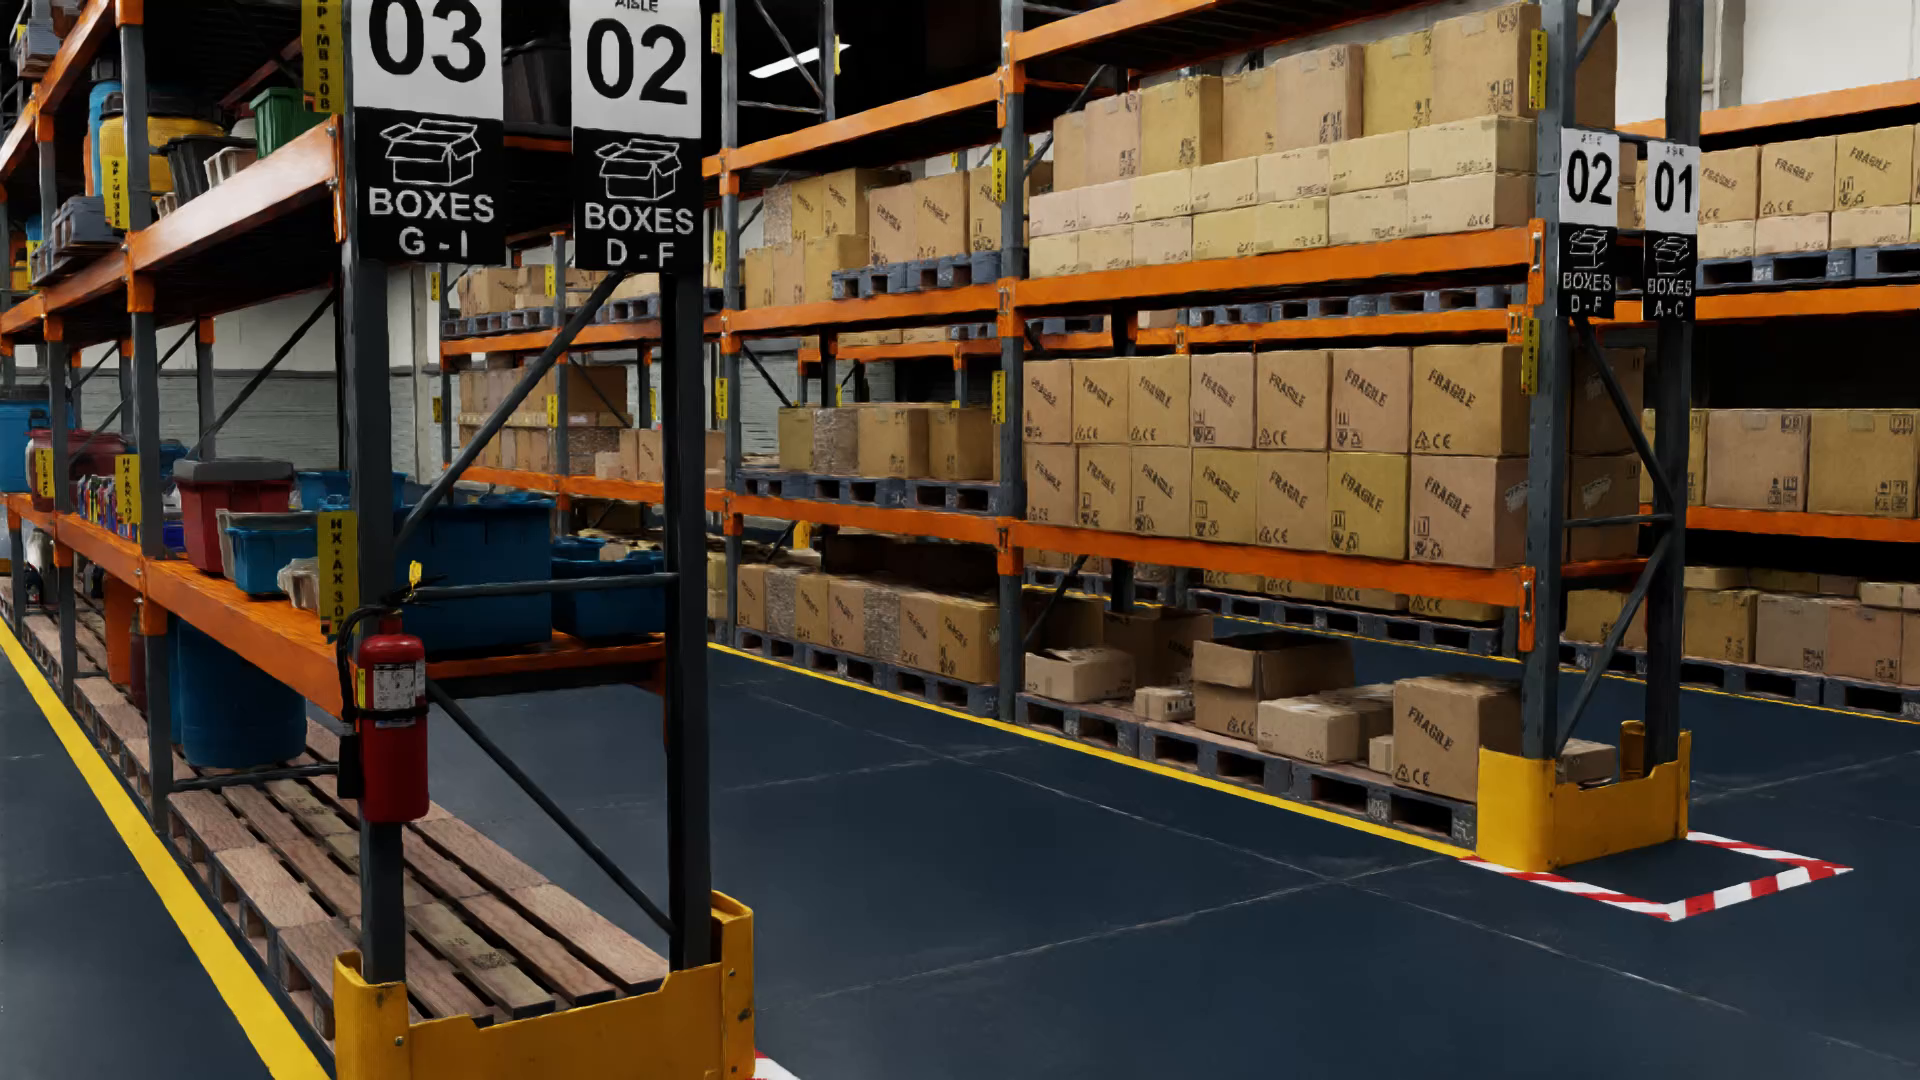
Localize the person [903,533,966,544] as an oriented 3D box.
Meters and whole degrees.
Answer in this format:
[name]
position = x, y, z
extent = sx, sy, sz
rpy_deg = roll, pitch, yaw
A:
[person]
position = -0.297, -0.100, 15.393
extent = 1.041, 1.707, 0.584
rpy_deg = 5, 6, 45
